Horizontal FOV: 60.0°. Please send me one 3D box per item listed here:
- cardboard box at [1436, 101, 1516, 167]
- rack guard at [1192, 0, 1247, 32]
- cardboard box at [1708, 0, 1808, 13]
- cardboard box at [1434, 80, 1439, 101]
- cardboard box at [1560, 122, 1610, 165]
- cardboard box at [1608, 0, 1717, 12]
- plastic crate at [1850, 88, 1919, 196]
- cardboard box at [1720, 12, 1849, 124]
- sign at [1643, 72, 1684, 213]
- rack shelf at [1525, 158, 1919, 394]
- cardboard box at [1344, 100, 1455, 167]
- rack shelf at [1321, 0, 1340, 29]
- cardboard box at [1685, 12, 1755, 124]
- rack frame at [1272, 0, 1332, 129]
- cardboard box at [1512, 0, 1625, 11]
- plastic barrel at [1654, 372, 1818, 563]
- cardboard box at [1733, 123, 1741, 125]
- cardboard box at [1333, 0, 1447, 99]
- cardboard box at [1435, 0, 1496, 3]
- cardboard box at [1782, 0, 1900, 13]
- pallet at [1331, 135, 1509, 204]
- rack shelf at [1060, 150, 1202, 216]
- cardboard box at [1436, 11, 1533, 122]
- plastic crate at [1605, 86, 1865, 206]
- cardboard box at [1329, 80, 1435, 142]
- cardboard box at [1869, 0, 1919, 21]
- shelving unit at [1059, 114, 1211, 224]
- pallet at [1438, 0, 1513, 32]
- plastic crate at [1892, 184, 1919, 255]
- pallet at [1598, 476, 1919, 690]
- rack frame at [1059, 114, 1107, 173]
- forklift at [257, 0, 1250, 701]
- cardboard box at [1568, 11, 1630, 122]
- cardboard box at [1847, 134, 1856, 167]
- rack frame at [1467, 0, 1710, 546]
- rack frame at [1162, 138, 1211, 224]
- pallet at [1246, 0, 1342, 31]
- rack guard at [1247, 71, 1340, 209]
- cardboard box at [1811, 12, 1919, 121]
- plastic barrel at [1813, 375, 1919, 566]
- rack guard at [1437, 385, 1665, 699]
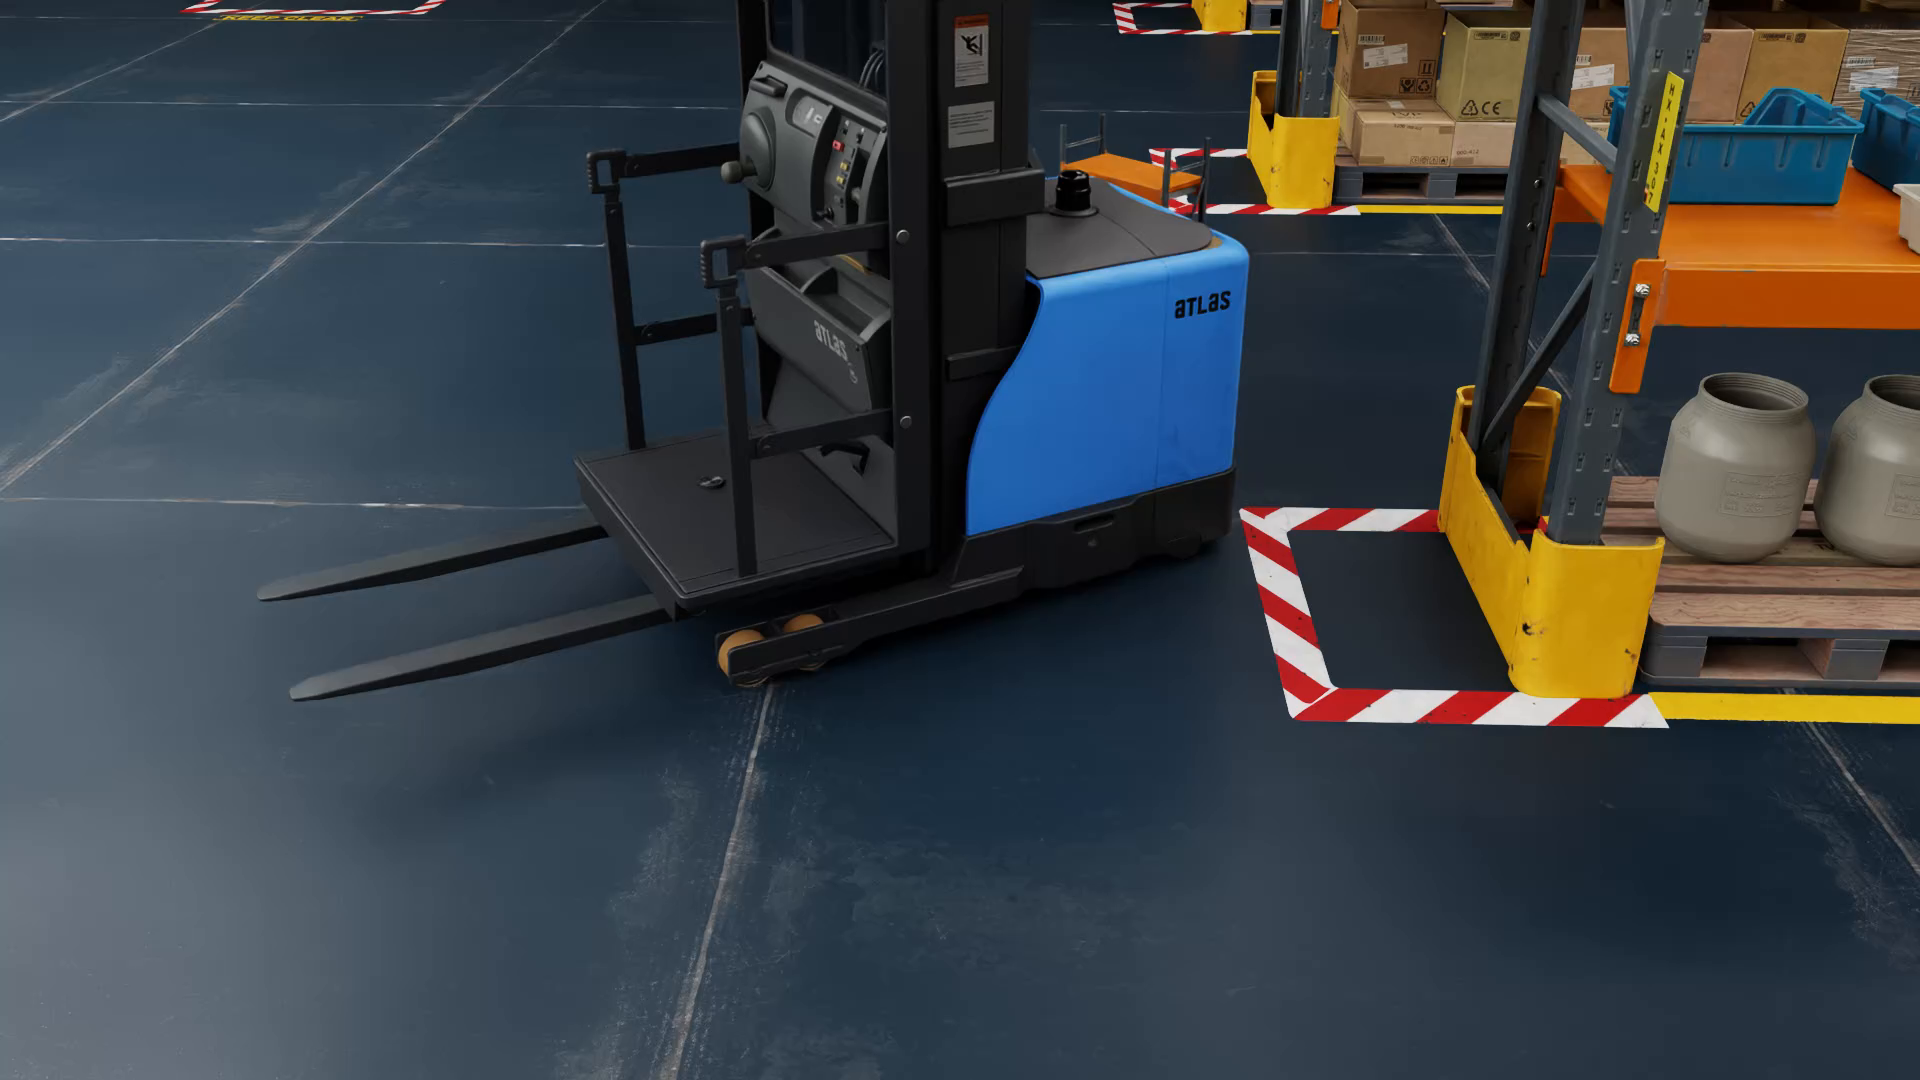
[{"bbox_3d":[2.963,-2.284,9.343,0.500,0.250,0.500,1,28,2],"label":"cardboard box"},{"bbox_3d":[2.182,-4.646,13.980,0.348,0.500,1.175,1,28,2],"label":"rack guard"},{"bbox_3d":[4.481,-2.839,9.590,0.500,0.500,0.500,1,28,2],"label":"cardboard box"},{"bbox_3d":[2.981,-2.530,9.808,0.500,0.250,0.500,1,28,2],"label":"cardboard box"},{"bbox_3d":[3.463,-2.275,9.327,0.500,0.250,0.500,1,28,2],"label":"cardboard box"},{"bbox_3d":[3.981,-2.847,9.604,0.500,0.500,0.500,1,28,2],"label":"cardboard box"},{"bbox_3d":[2.916,-1.167,4.908,0.408,0.251,0.499,1,28,2],"label":"plastic crate"},{"bbox_3d":[4.462,-2.594,9.128,0.500,0.500,0.500,1,28,2],"label":"cardboard box"},{"bbox_3d":[1.733,-0.979,4.099,0.005,0.325,0.100,1,28,2],"label":"sign"},{"bbox_3d":[3.755,-0.763,4.756,4.000,0.370,1.077,1,28,2],"label":"rack shelf"},{"bbox_3d":[2.463,-2.290,9.356,0.500,0.250,0.500,1,28,2],"label":"cardboard box"},{"bbox_3d":[3.934,-3.082,9.129,4.000,0.370,1.077,1,28,2],"label":"rack shelf"},{"bbox_3d":[3.962,-2.596,9.131,0.500,0.500,0.500,1,28,2],"label":"cardboard box"},{"bbox_3d":[1.935,-3.433,9.023,0.127,3.000,1.000,1,28,2],"label":"rack frame"},{"bbox_3d":[3.481,-2.856,9.621,0.500,0.500,0.500,1,28,2],"label":"cardboard box"},{"bbox_3d":[2.417,-0.226,5.181,0.421,0.512,0.421,0,28,0],"label":"plastic barrel"},{"bbox_3d":[4.462,-2.257,9.292,0.500,0.250,0.500,1,28,2],"label":"cardboard box"},{"bbox_3d":[2.481,-2.865,9.639,0.500,0.500,0.500,1,28,2],"label":"cardboard box"},{"bbox_3d":[4.095,-4.743,13.694,0.500,0.500,0.700,-1,28,-1],"label":"cardboard box"},{"bbox_3d":[4.980,-2.827,9.568,0.500,0.500,0.500,1,28,2],"label":"cardboard box"},{"bbox_3d":[2.701,-2.208,9.689,1.213,0.211,1.003,1,28,2],"label":"pallet"},{"bbox_3d":[0.624,-1.277,6.039,0.258,0.148,0.480,-24,36,-38],"label":"rack shelf"},{"bbox_3d":[2.963,-2.614,9.166,0.500,0.500,0.500,1,28,2],"label":"cardboard box"},{"bbox_3d":[2.267,-1.180,4.933,0.616,0.251,0.499,1,28,2],"label":"plastic crate"},{"bbox_3d":[2.481,-2.533,9.813,0.500,0.250,0.500,1,28,2],"label":"cardboard box"},{"bbox_3d":[5.480,-2.823,9.559,0.500,0.500,0.500,1,28,2],"label":"cardboard box"},{"bbox_3d":[0.624,-0.930,6.223,0.258,1.200,0.503,-24,36,-38],"label":"shelving unit"},{"bbox_3d":[4.209,-4.467,13.951,1.213,0.211,1.003,1,28,2],"label":"pallet"},{"bbox_3d":[2.639,-0.832,4.399,0.250,0.136,0.298,1,28,2],"label":"plastic crate"},{"bbox_3d":[2.646,0.113,5.312,1.213,0.211,1.003,1,28,2],"label":"pallet"},{"bbox_3d":[0.453,-1.012,6.377,0.240,1.200,0.015,-24,36,-38],"label":"rack frame"},{"bbox_3d":[-0.617,-1.142,4.775,3.031,2.935,1.130,-14,31,-25],"label":"forklift"},{"bbox_3d":[3.463,-2.612,9.162,0.500,0.500,0.500,1,28,2],"label":"cardboard box"},{"bbox_3d":[4.962,-2.256,9.290,0.500,0.250,0.500,1,28,2],"label":"cardboard box"},{"bbox_3d":[1.756,-1.114,4.649,0.127,3.000,1.000,1,28,2],"label":"rack frame"},{"bbox_3d":[0.794,-0.848,6.069,0.240,1.200,0.015,-24,36,-38],"label":"rack frame"},{"bbox_3d":[2.993,-4.488,13.991,1.213,0.211,1.003,1,28,2],"label":"pallet"},{"bbox_3d":[1.911,-2.329,9.609,0.348,0.500,1.175,1,28,2],"label":"rack guard"},{"bbox_3d":[4.962,-2.588,9.116,0.500,0.500,0.500,1,28,2],"label":"cardboard box"},{"bbox_3d":[2.918,-0.217,5.165,0.421,0.512,0.421,0,28,0],"label":"plastic barrel"},{"bbox_3d":[1.834,-0.031,5.274,0.348,0.500,1.175,1,28,2],"label":"rack guard"}]
